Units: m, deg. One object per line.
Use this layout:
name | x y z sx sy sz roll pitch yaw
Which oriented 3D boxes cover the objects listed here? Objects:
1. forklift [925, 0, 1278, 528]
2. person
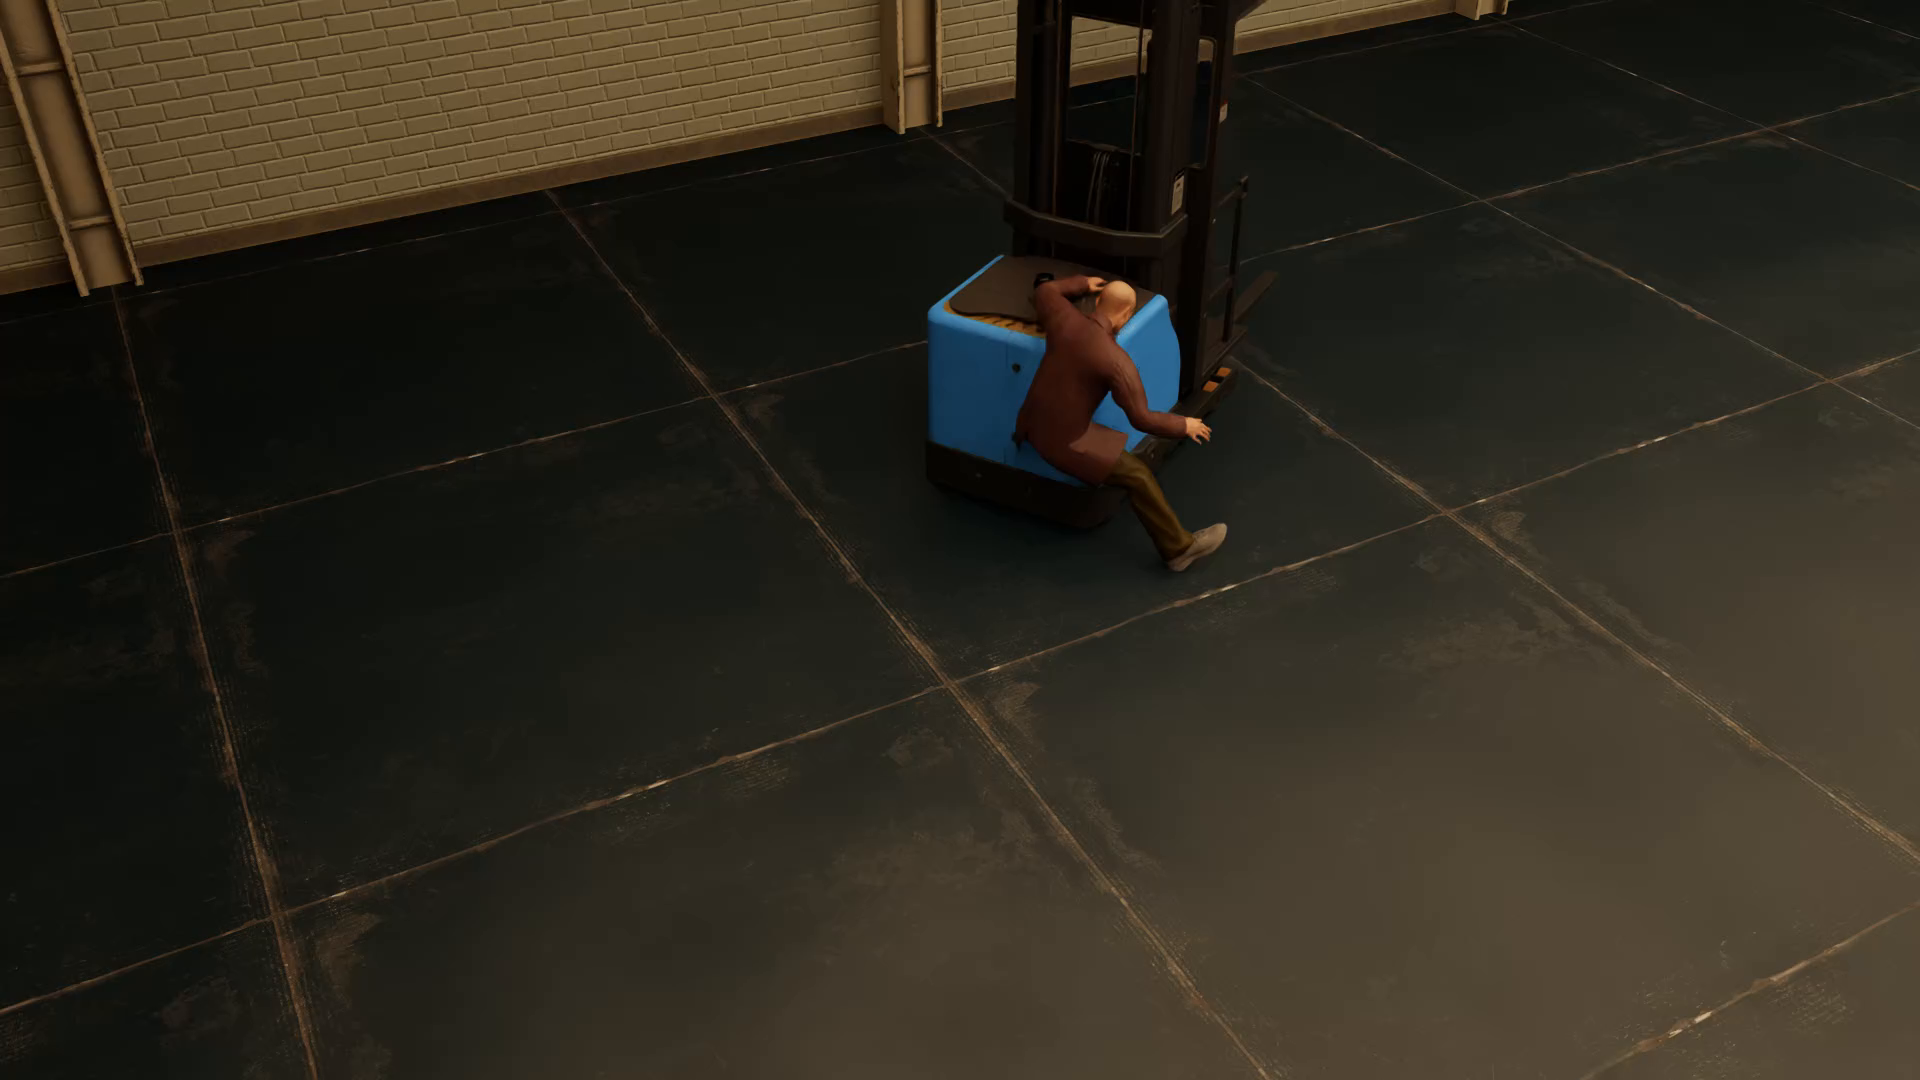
forklift | 0.995 -2.083 9.070 1.130 2.935 3.031 19 39 24
person | 0.653 -0.654 8.380 0.967 1.442 1.323 -14 38 -19
